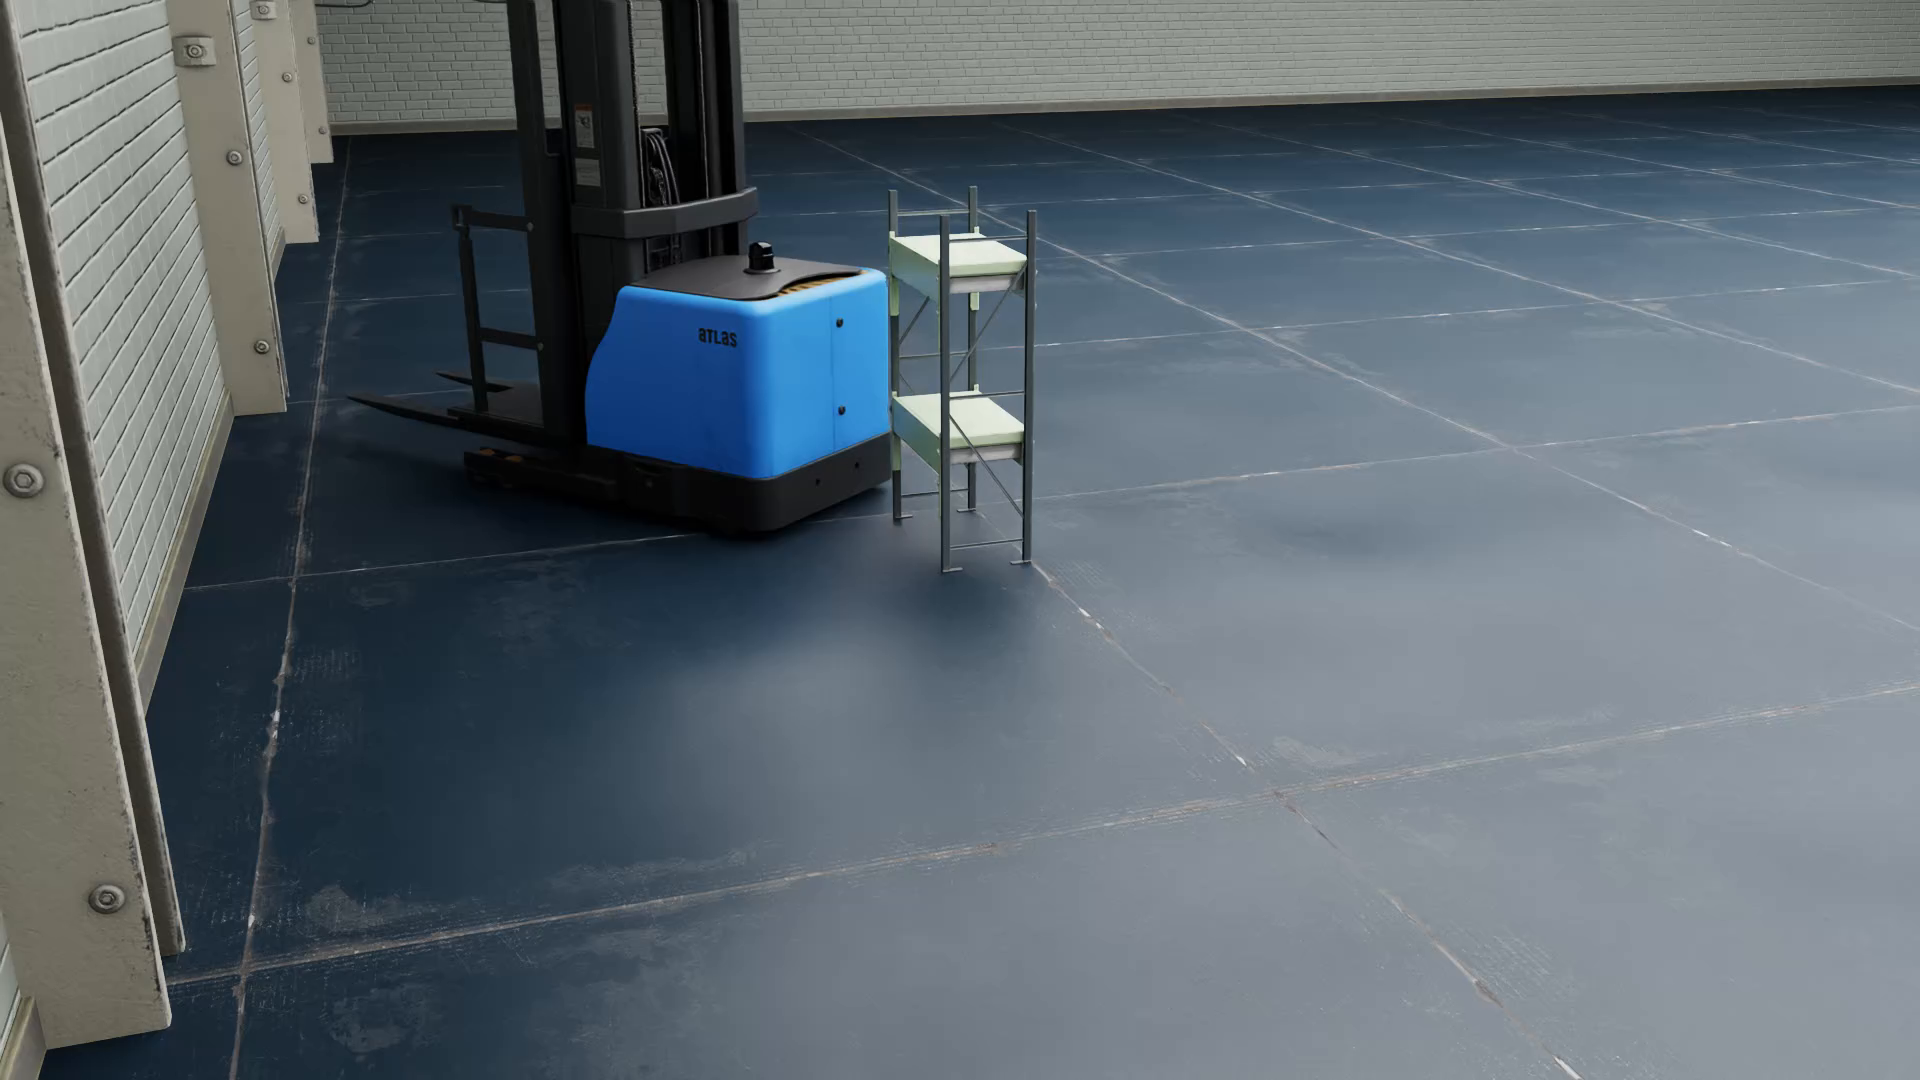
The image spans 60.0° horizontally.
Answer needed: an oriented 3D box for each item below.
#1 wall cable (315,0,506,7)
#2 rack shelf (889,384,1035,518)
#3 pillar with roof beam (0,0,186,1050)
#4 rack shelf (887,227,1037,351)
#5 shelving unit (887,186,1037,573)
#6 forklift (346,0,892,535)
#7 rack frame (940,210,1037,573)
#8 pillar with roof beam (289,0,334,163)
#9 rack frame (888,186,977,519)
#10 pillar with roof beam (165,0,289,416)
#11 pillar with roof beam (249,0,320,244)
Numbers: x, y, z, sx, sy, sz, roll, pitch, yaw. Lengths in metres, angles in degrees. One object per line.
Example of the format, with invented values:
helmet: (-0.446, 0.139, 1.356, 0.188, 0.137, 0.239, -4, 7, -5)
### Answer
wall cable: (-7.478, -8.486, 22.323, 3.097, 2.526, 0.112, -6, 21, -17)
rack shelf: (-0.002, -0.401, 7.279, 0.431, 0.370, 0.720, -6, 21, -17)
pillar with roof beam: (1.937, -3.542, 3.966, 9.100, 9.000, 0.400, -6, 21, -17)
rack shelf: (-0.002, -1.075, 7.037, 0.431, 0.370, 0.720, -6, 21, -17)
shelving unit: (-0.002, -0.708, 7.169, 0.431, 1.500, 0.755, -6, 21, -17)
forklift: (-1.837, -1.761, 7.982, 3.031, 2.935, 1.130, 12, 23, 31)
rack frame: (0.113, -0.591, 6.842, 0.400, 1.500, 0.023, -6, 21, -17)
pillar with roof beam: (-3.721, -9.319, 20.048, 9.100, 9.000, 0.400, -6, 21, -17)
rack frame: (-0.117, -0.825, 7.496, 0.400, 1.500, 0.023, -6, 21, -17)
pillar with roof beam: (0.051, -5.468, 9.327, 9.100, 9.000, 0.400, -6, 21, -17)
pillar with roof beam: (-1.835, -7.393, 14.688, 9.100, 9.000, 0.400, -6, 21, -17)
